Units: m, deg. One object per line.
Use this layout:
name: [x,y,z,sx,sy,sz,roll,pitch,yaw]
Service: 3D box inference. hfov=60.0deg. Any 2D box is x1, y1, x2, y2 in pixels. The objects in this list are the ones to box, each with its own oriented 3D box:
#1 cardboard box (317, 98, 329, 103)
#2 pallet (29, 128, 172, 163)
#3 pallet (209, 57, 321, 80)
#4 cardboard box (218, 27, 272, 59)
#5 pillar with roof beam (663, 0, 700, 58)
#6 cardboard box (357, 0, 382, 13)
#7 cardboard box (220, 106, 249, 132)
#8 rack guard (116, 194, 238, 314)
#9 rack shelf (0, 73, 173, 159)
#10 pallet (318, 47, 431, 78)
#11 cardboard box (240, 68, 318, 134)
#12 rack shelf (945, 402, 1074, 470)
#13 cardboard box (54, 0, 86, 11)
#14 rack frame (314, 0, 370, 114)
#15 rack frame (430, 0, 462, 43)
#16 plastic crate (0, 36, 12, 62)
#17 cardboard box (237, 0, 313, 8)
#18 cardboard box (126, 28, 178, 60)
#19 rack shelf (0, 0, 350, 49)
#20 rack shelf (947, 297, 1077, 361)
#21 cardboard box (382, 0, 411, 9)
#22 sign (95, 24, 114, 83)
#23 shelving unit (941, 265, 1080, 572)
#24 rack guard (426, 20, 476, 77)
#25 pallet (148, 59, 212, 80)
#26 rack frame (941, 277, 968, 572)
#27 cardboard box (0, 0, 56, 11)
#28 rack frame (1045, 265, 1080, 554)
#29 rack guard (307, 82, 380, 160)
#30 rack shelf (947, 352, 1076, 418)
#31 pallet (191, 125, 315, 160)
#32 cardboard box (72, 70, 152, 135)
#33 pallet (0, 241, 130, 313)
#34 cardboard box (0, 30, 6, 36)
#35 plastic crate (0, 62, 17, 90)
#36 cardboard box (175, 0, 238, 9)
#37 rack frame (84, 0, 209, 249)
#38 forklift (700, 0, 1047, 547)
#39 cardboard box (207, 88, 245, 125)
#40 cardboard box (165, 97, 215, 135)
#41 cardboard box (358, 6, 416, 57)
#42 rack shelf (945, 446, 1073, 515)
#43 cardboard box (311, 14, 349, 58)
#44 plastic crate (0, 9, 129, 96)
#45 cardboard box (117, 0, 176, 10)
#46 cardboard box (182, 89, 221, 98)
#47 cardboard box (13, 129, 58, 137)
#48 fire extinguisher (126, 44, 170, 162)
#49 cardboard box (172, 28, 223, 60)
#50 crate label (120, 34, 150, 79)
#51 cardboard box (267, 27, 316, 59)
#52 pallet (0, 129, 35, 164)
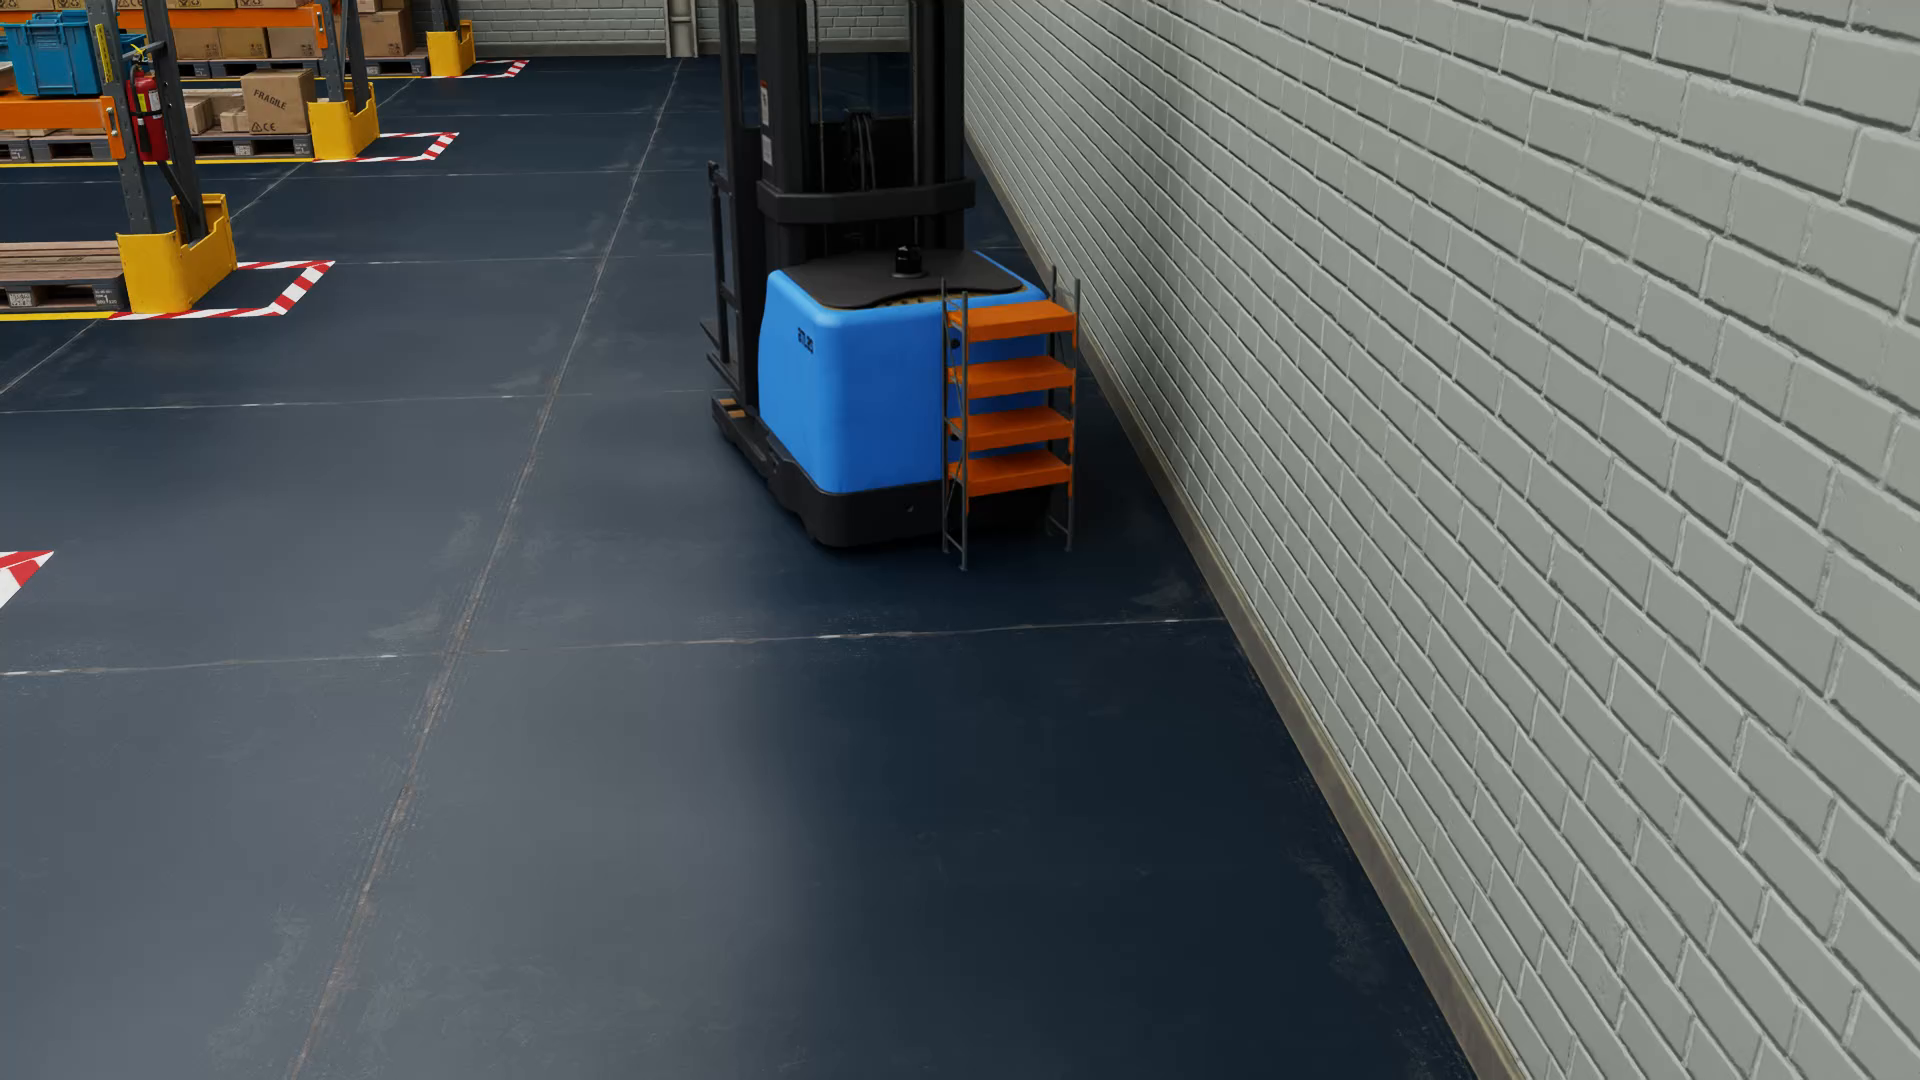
cardboard box: [-6.058,-4.046,15.628,0.250,0.149,0.380,-2,24,-5]
pallet: [-7.688,-3.668,15.244,1.213,0.211,1.003,-2,24,-5]
pallet: [-8.098,-5.642,19.684,1.213,0.211,1.003,-2,24,-5]
cardboard box: [-8.314,-5.944,19.491,0.500,0.500,0.700,-2,24,-4]
pillar with roof beam: [-3.073,-8.486,15.263,0.400,9.000,9.100,-2,24,-5]
cardboard box: [-6.895,-6.226,19.327,0.250,0.149,0.380,-3,24,-6]
cardboard box: [-6.537,-3.831,15.122,0.250,0.166,0.380,-2,24,-5]
rack guard: [-5.102,-1.887,10.880,0.348,0.500,1.175,-2,24,-5]
rack shelf: [-7.115,-2.615,10.325,4.000,0.370,1.077,-2,24,-5]
pallet: [-6.886,-5.690,19.791,1.213,0.211,1.003,-2,24,-5]
cardboard box: [-6.125,-3.963,15.009,0.500,0.500,0.500,-2,24,-5]
rack shelf: [0.203,-0.437,6.921,0.480,0.148,0.258,-10,26,-20]
cardboard box: [-7.541,-4.883,14.421,0.500,0.500,0.500,-3,24,-6]
rack frame: [-5.608,-5.025,14.863,0.127,3.000,1.000,-2,24,-5]
rack frame: [-6.098,-7.028,19.368,0.127,3.000,1.000,-2,24,-5]
plastic crate: [-6.058,-3.071,10.598,0.300,0.233,0.416,-2,24,-5]
cardboard box: [-6.027,-4.943,14.555,0.500,0.500,0.500,-2,24,-4]
cardboard box: [-9.325,-5.906,19.405,0.500,0.500,0.700,-2,24,-4]
rack shelf: [-7.598,-4.617,14.830,4.000,0.370,1.077,-2,24,-5]
rack shelf: [0.203,-0.857,6.734,0.480,0.148,0.258,-10,26,-20]
cardboard box: [-6.680,-6.391,19.698,0.250,0.149,0.380,-2,24,-5]
sign: [-5.054,-2.876,9.827,0.005,0.325,0.100,-2,24,-5]
shelving unit: [0.203,-0.498,6.894,0.503,1.200,0.258,-10,26,-20]
rack guard: [-6.075,-5.886,19.878,0.348,0.500,1.175,-2,24,-5]
pallet: [-9.315,-5.592,19.572,1.213,0.211,1.003,-2,24,-5]
rack frame: [-0.022,-0.460,6.809,0.015,1.200,0.240,-10,26,-20]
cardboard box: [-8.047,-4.862,14.373,0.500,0.500,0.500,-2,24,-5]
rack frame: [0.429,-0.536,6.979,0.015,1.200,0.240,-10,26,-20]
rack guard: [-5.683,-3.880,15.364,0.348,0.500,1.175,-2,24,-5]
rack shelf: [0.203,-0.641,6.830,0.480,0.148,0.258,-10,26,-20]
pallet: [-6.477,-3.716,15.350,1.213,0.211,1.003,-2,24,-5]
cardboard box: [-7.719,-4.003,15.095,0.637,0.503,0.797,-2,24,-5]
pallet: [-5.949,-1.732,10.886,1.213,0.211,1.003,-2,24,-5]
cardboard box: [-10.713,-5.999,19.183,0.750,0.750,0.750,-2,24,-5]
plastic crate: [-5.918,-2.824,10.162,0.243,0.136,0.396,-2,24,-5]
cardboard box: [-6.543,-4.921,14.505,0.500,0.500,0.500,-2,24,-5]
rack frame: [-5.125,-3.023,10.358,0.127,3.000,1.000,-2,24,-5]
forklift: [-0.625,-1.880,7.872,1.130,2.935,3.031,-9,26,-19]
cardboard box: [-6.674,-4.043,15.497,0.500,0.250,0.500,-2,24,-5]
cardboard box: [-7.073,-3.823,15.002,0.500,0.250,0.500,-2,24,-5]
cardboard box: [-6.785,-6.009,19.636,0.500,0.500,0.700,-2,24,-5]
rack shelf: [0.203,-0.255,7.002,0.480,0.148,0.258,-10,26,-20]
cardboard box: [-7.283,-5.989,19.591,0.500,0.500,0.700,-2,24,-5]
plastic crate: [-5.440,-2.978,10.139,0.499,0.435,0.616,-2,24,-5]
cardboard box: [-7.040,-4.903,14.466,0.500,0.500,0.500,-2,24,-5]
cardboard box: [-7.172,-4.023,15.452,0.500,0.250,0.500,-2,24,-5]
cardboard box: [-8.290,-3.740,14.918,0.250,0.166,0.380,-2,24,-5]
fire extinguisher: [-4.930,-2.640,10.050,0.183,0.674,0.296,-2,24,-5]
cardboard box: [-8.825,-5.925,19.447,0.500,0.500,0.700,-3,24,-6]
crate label: [-5.403,-3.097,10.658,0.303,0.233,0.416,-2,24,-5]
cardboard box: [-7.784,-5.968,19.546,0.500,0.500,0.700,-3,24,-7]
pallet: [-8.905,-3.618,15.131,1.213,0.211,1.003,-2,24,-5]
